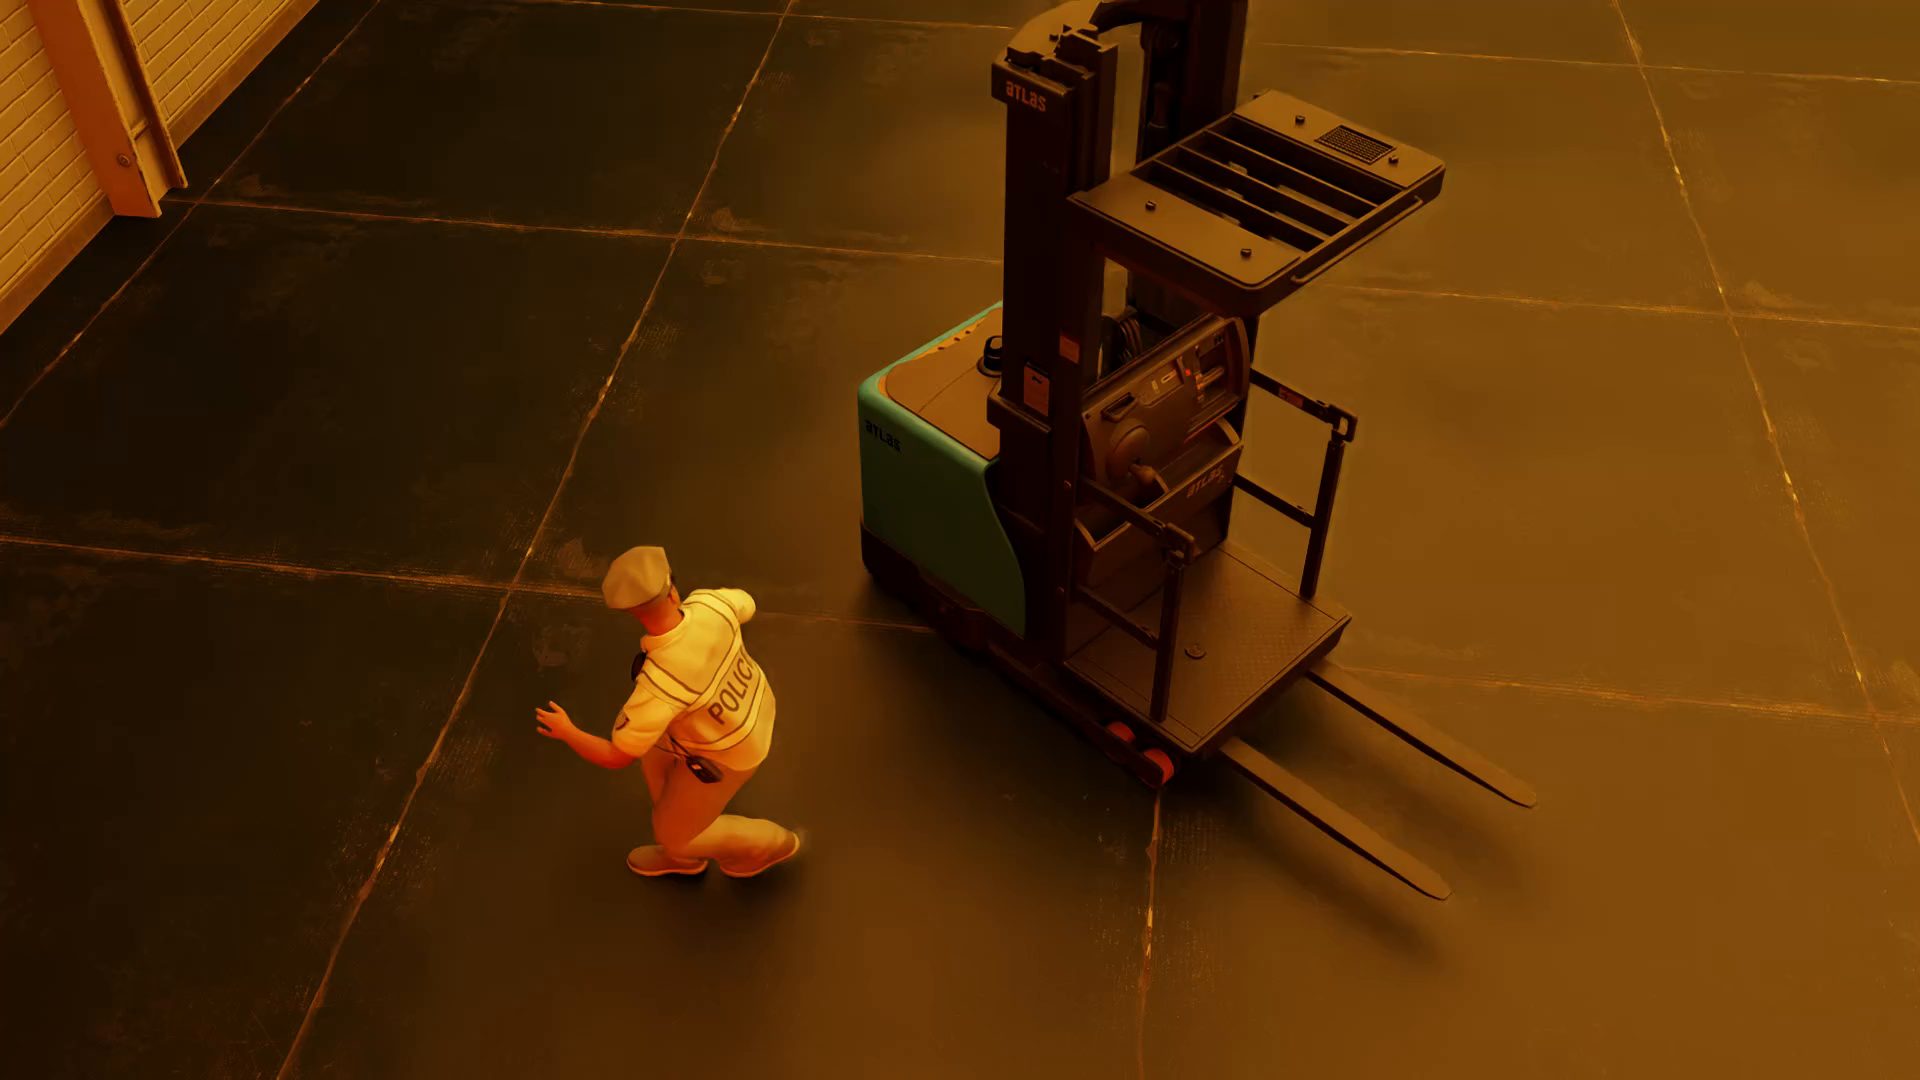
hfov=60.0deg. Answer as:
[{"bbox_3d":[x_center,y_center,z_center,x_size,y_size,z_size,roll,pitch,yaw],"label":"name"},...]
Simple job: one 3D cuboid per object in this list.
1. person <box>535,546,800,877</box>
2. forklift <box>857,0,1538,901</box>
[{"bbox_3d":[-1.039,0.624,6.015,0.864,1.636,0.886,4,43,4],"label":"person"},{"bbox_3d":[0.945,-0.472,6.238,1.130,2.935,3.031,-34,52,-31],"label":"forklift"}]
